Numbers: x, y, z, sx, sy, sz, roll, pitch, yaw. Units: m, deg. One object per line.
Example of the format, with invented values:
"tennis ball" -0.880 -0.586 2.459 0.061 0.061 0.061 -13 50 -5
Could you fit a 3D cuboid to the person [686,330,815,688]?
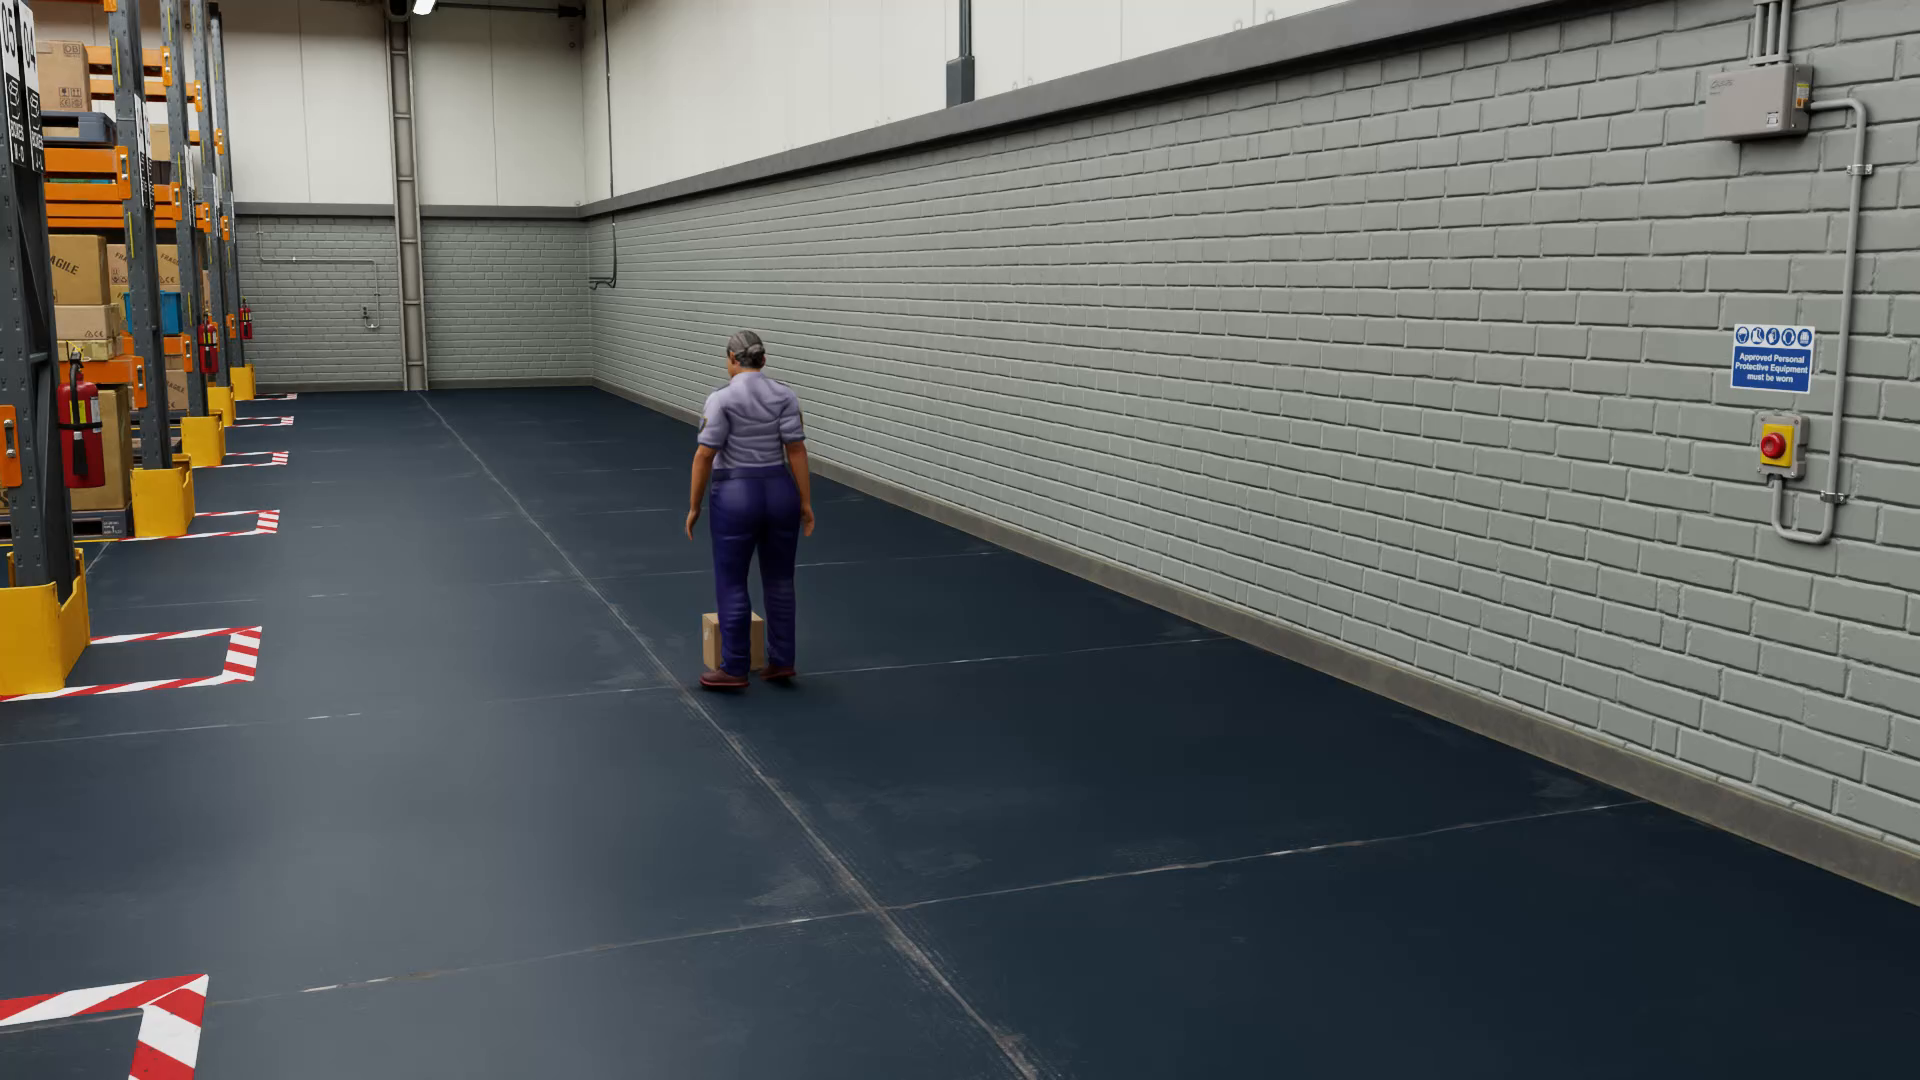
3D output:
"person" -0.989 -0.125 7.665 0.561 1.673 0.420 -5 10 -30
